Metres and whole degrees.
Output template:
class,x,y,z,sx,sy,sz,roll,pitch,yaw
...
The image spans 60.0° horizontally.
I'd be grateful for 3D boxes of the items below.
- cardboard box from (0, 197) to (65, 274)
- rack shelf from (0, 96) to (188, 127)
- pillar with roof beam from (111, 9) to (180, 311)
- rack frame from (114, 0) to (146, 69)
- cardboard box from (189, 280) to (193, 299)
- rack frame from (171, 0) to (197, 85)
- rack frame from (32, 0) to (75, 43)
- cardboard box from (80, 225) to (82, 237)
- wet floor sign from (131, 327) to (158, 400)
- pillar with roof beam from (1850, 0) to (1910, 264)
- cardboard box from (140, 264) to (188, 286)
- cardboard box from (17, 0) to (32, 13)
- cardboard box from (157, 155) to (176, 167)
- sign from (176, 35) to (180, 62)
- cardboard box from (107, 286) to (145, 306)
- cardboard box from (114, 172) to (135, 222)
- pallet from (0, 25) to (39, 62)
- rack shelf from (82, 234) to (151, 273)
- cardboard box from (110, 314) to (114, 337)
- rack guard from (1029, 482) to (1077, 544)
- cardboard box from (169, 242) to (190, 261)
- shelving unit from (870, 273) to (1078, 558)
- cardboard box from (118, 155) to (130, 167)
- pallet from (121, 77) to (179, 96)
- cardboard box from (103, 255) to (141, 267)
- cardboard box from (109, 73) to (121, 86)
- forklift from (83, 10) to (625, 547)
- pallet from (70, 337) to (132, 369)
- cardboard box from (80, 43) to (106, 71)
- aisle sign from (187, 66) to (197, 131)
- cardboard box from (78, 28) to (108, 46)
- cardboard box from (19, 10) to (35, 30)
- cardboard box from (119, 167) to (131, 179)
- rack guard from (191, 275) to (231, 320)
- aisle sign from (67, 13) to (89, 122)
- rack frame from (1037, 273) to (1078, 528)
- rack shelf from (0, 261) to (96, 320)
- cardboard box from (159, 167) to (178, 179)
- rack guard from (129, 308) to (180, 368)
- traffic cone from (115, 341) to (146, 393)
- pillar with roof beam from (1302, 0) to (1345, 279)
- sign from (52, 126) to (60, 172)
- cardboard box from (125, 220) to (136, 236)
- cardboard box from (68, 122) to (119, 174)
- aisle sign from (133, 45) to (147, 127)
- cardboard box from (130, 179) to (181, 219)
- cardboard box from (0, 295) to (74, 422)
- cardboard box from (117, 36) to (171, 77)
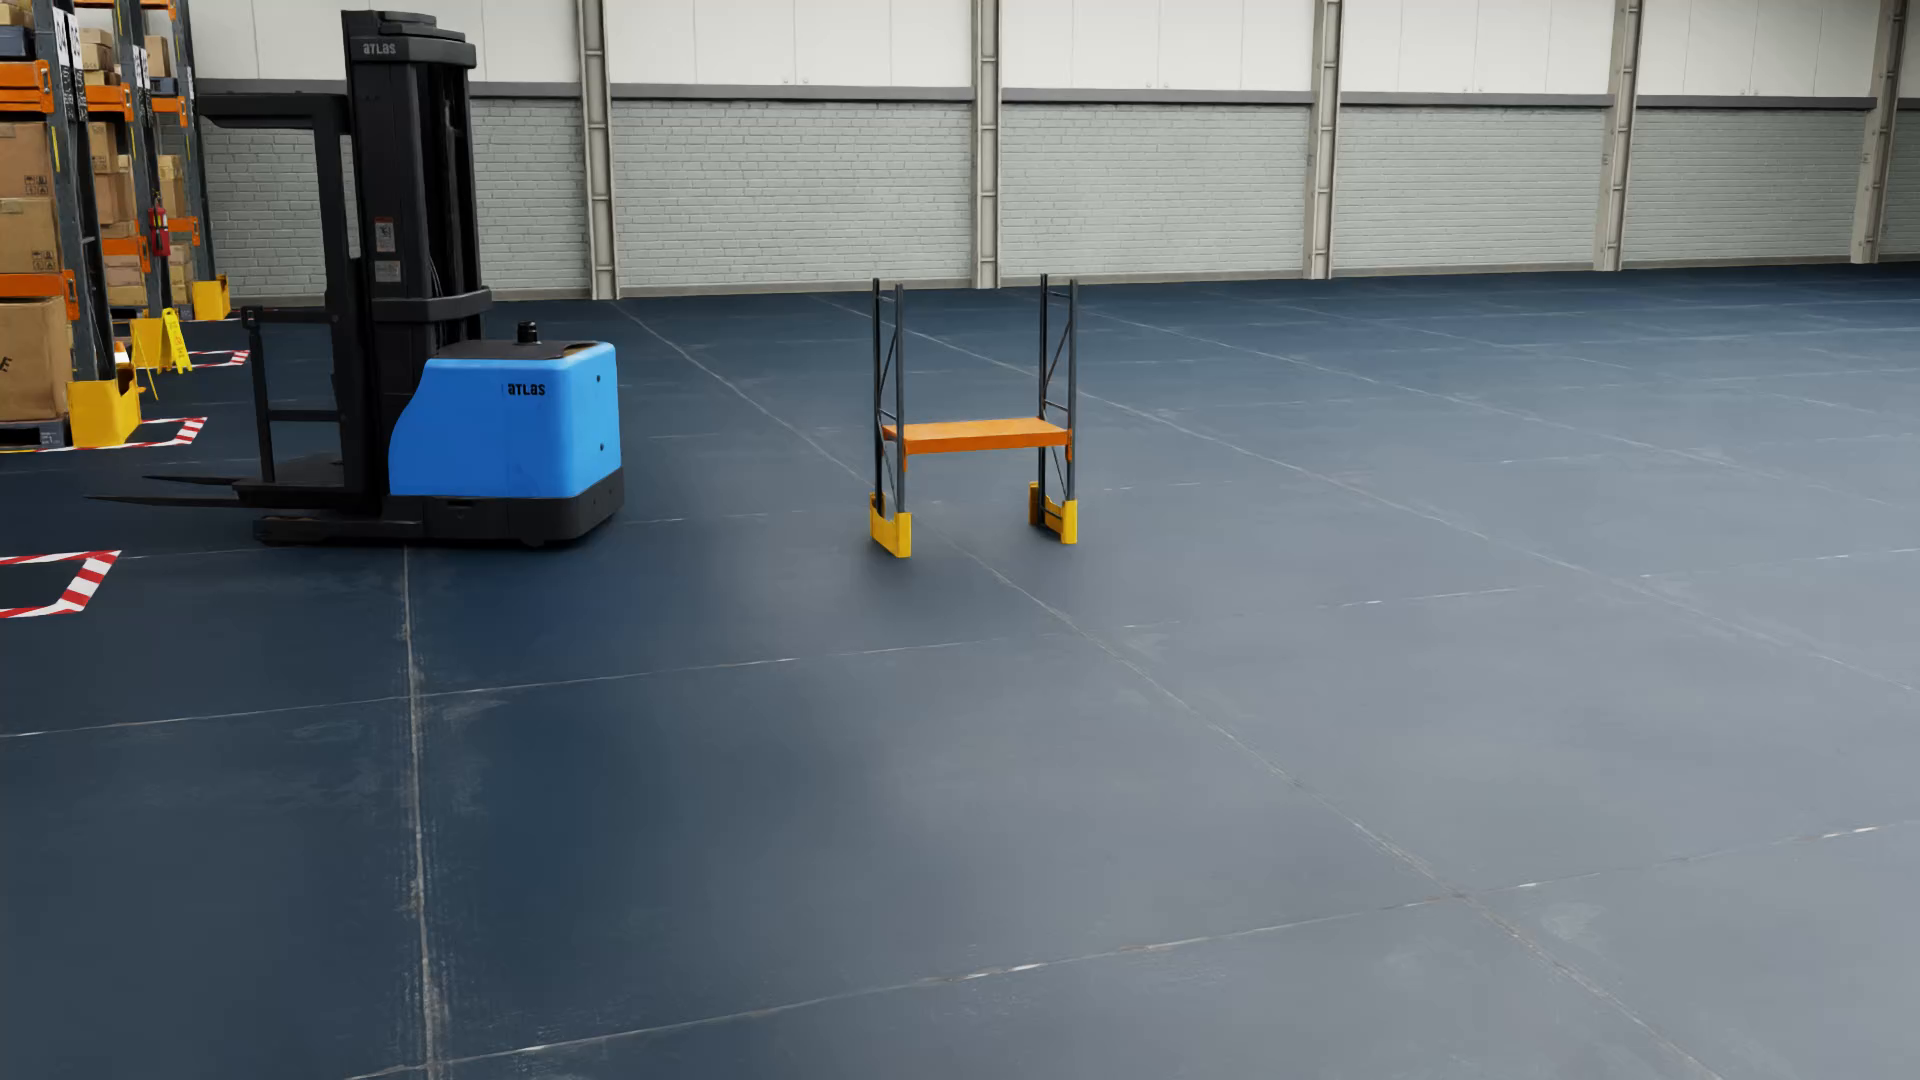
class,x,y,z,sx,sy,sz,roll,pitch,yaw
cardboard box,-7.090,-2.327,12.620,0.550,0.550,0.875,-4,14,-18
rack shelf,-11.910,-5.420,21.018,4.000,0.370,1.077,-4,14,-18
pillar with roof beam,-9.589,-6.579,17.854,0.400,9.000,9.100,-4,14,-18
rack frame,-8.428,-6.288,16.632,0.127,3.000,1.000,-4,14,-18
cardboard box,-10.542,-3.331,22.200,0.500,0.250,0.500,-4,14,-18
rack frame,-10.014,-7.377,21.208,0.127,3.000,1.000,-4,14,-18
rack frame,-6.753,-5.210,12.100,0.127,3.000,1.000,-4,14,-18
cardboard box,-8.919,-3.130,16.862,0.250,0.149,0.380,-5,14,-19
wet floor sign,-7.357,-1.582,14.901,0.232,0.644,0.267,-7,15,-28
pillar with roof beam,18.845,-8.793,27.162,0.400,9.000,9.100,-4,14,-18
cardboard box,-10.376,-3.463,21.675,0.500,0.250,0.500,-5,14,-19
cardboard box,-7.292,-4.096,12.456,0.500,0.250,0.500,-4,14,-18
cardboard box,-10.287,-4.894,21.476,0.250,0.149,0.380,-4,14,-18
sign,-9.854,-6.189,20.957,0.005,0.325,0.100,-4,14,-18
cardboard box,-10.833,-3.186,21.589,0.500,0.250,0.500,-4,14,-18
cardboard box,-8.965,-3.589,17.389,0.500,0.500,0.500,-5,14,-19
pallet,-7.453,-3.651,12.217,1.213,0.211,1.003,-4,14,-18
rack shelf,-10.323,-2.872,16.789,4.000,0.370,1.077,-4,14,-18
cardboard box,-9.280,-2.237,17.601,0.500,0.250,0.500,-5,14,-19
rack guard,0.544,-0.164,9.792,0.087,0.250,0.587,-4,14,-18
cardboard box,-10.530,-3.817,22.082,0.500,0.250,0.500,-5,14,-19
shelving unit,0.072,-0.735,9.493,1.083,1.500,0.587,-4,14,-18
cardboard box,-10.750,-4.844,21.264,0.250,0.149,0.380,-4,14,-17
pallet,-10.693,-5.828,21.370,1.213,0.211,1.003,-4,14,-18
cardboard box,-10.833,-3.670,21.462,0.500,0.250,0.500,-4,14,-17
cardboard box,-8.846,-4.753,17.205,0.250,0.149,0.380,-4,14,-18
forklift,-3.613,-1.508,9.648,3.031,2.935,1.130,1,13,5
pallet,-9.281,-1.955,17.406,1.213,0.211,1.003,-4,14,-18
cardboard box,-8.827,-4.804,16.555,0.500,0.250,0.500,-5,14,-19
aisle sign,-9.858,-5.663,21.351,0.004,0.787,0.394,-4,14,-18
cardboard box,-8.654,-5.005,16.539,0.250,0.149,0.380,-4,14,-18
cardboard box,-7.180,-3.926,12.605,0.250,0.149,0.380,-4,14,-18
cardboard box,-10.752,-4.704,21.319,0.250,0.149,0.380,-4,14,-17
rack guard,-9.992,-3.244,22.199,0.348,0.500,1.175,-4,14,-18
aisle sign,-6.782,-3.627,12.792,0.004,0.787,0.394,-4,14,-18
rack frame,0.563,-0.773,9.653,0.032,1.500,0.500,-4,14,-18
rack shelf,-8.649,-1.794,12.257,4.000,0.370,1.077,-4,14,-18
cardboard box,-10.254,-4.735,21.450,0.250,0.149,0.380,-4,14,-17
rack guard,-8.500,-2.148,17.592,0.348,0.500,1.175,-4,14,-18
traffic cone,-7.747,-1.602,15.379,0.334,0.463,0.336,-4,14,-18
pillar with roof beam,7.471,-7.907,23.439,0.400,9.000,9.100,-4,14,-18
sign,-6.593,-2.850,12.128,0.005,0.325,0.100,-4,14,-18
cardboard box,-8.816,-3.268,17.441,0.250,0.149,0.380,-4,14,-18
cardboard box,-8.842,-3.964,16.805,0.500,0.500,0.700,-5,14,-19
aisle sign,-8.276,-4.575,16.778,0.004,0.787,0.394,-4,14,-18
cardboard box,-10.397,-4.413,21.496,0.500,0.500,0.500,-5,14,-19
cardboard box,-7.375,-1.397,12.720,0.875,0.875,0.875,-4,14,-18
cardboard box,-10.356,-6.133,21.121,0.500,0.500,0.500,-4,14,-16
